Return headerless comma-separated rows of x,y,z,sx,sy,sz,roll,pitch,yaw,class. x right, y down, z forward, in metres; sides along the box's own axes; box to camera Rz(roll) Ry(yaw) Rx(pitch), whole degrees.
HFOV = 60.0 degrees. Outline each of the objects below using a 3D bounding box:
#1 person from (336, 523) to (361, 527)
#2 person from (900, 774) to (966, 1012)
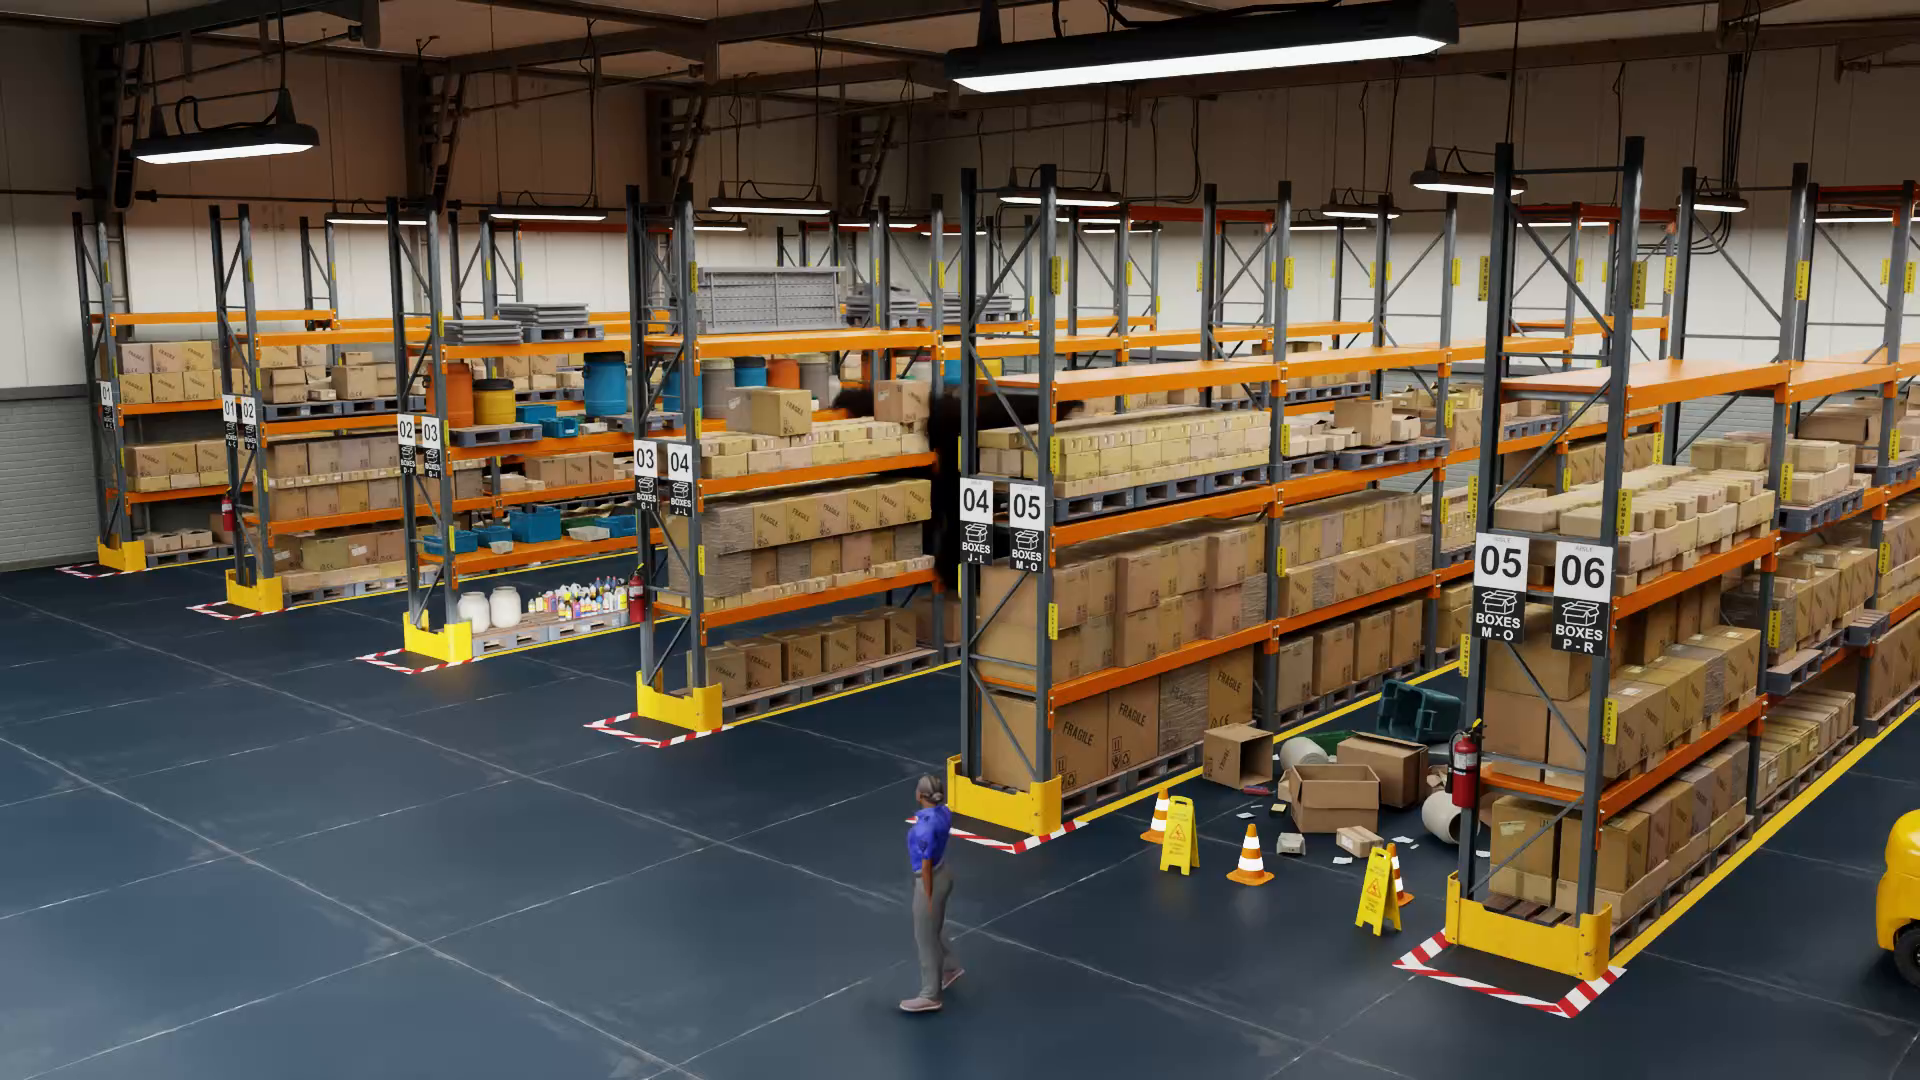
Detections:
-10.450,-0.365,28.102,0.613,1.795,0.428,-4,10,-20,person
-0.188,2.440,11.630,0.398,1.685,0.509,2,10,13,person
